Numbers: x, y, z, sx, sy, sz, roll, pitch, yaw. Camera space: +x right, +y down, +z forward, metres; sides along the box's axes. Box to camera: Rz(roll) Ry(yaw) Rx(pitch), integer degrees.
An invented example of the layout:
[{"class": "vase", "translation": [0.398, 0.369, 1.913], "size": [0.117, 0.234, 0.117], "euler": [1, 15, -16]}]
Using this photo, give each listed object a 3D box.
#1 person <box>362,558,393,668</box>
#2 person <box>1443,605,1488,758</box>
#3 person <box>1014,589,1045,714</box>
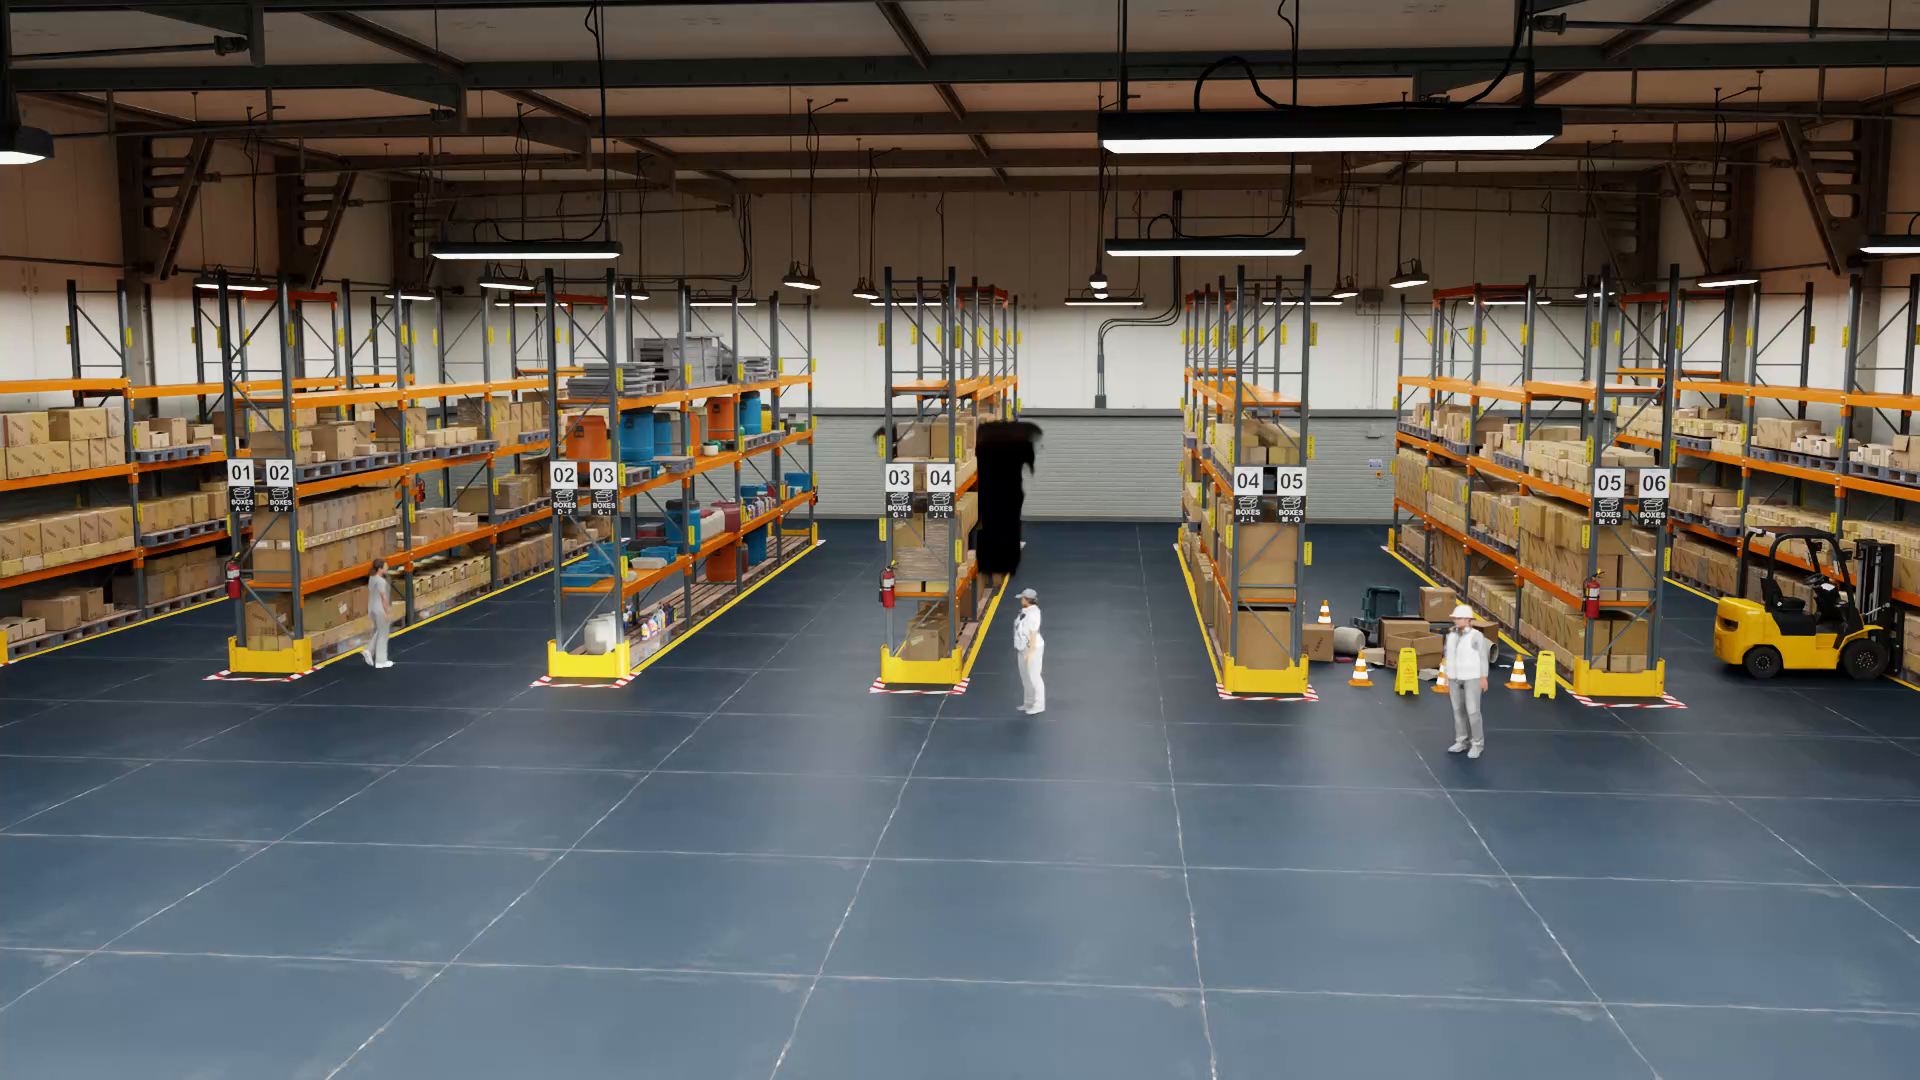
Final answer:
[{"class": "person", "translation": [-8.827, 1.101, 25.245], "size": [0.494, 1.667, 0.476], "euler": [5, 9, 37]}, {"class": "person", "translation": [6.100, 1.694, 20.132], "size": [0.389, 1.811, 0.607], "euler": [-6, 9, -38]}, {"class": "person", "translation": [0.917, 1.493, 22.260], "size": [0.417, 1.694, 0.530], "euler": [-2, 7, -15]}]
